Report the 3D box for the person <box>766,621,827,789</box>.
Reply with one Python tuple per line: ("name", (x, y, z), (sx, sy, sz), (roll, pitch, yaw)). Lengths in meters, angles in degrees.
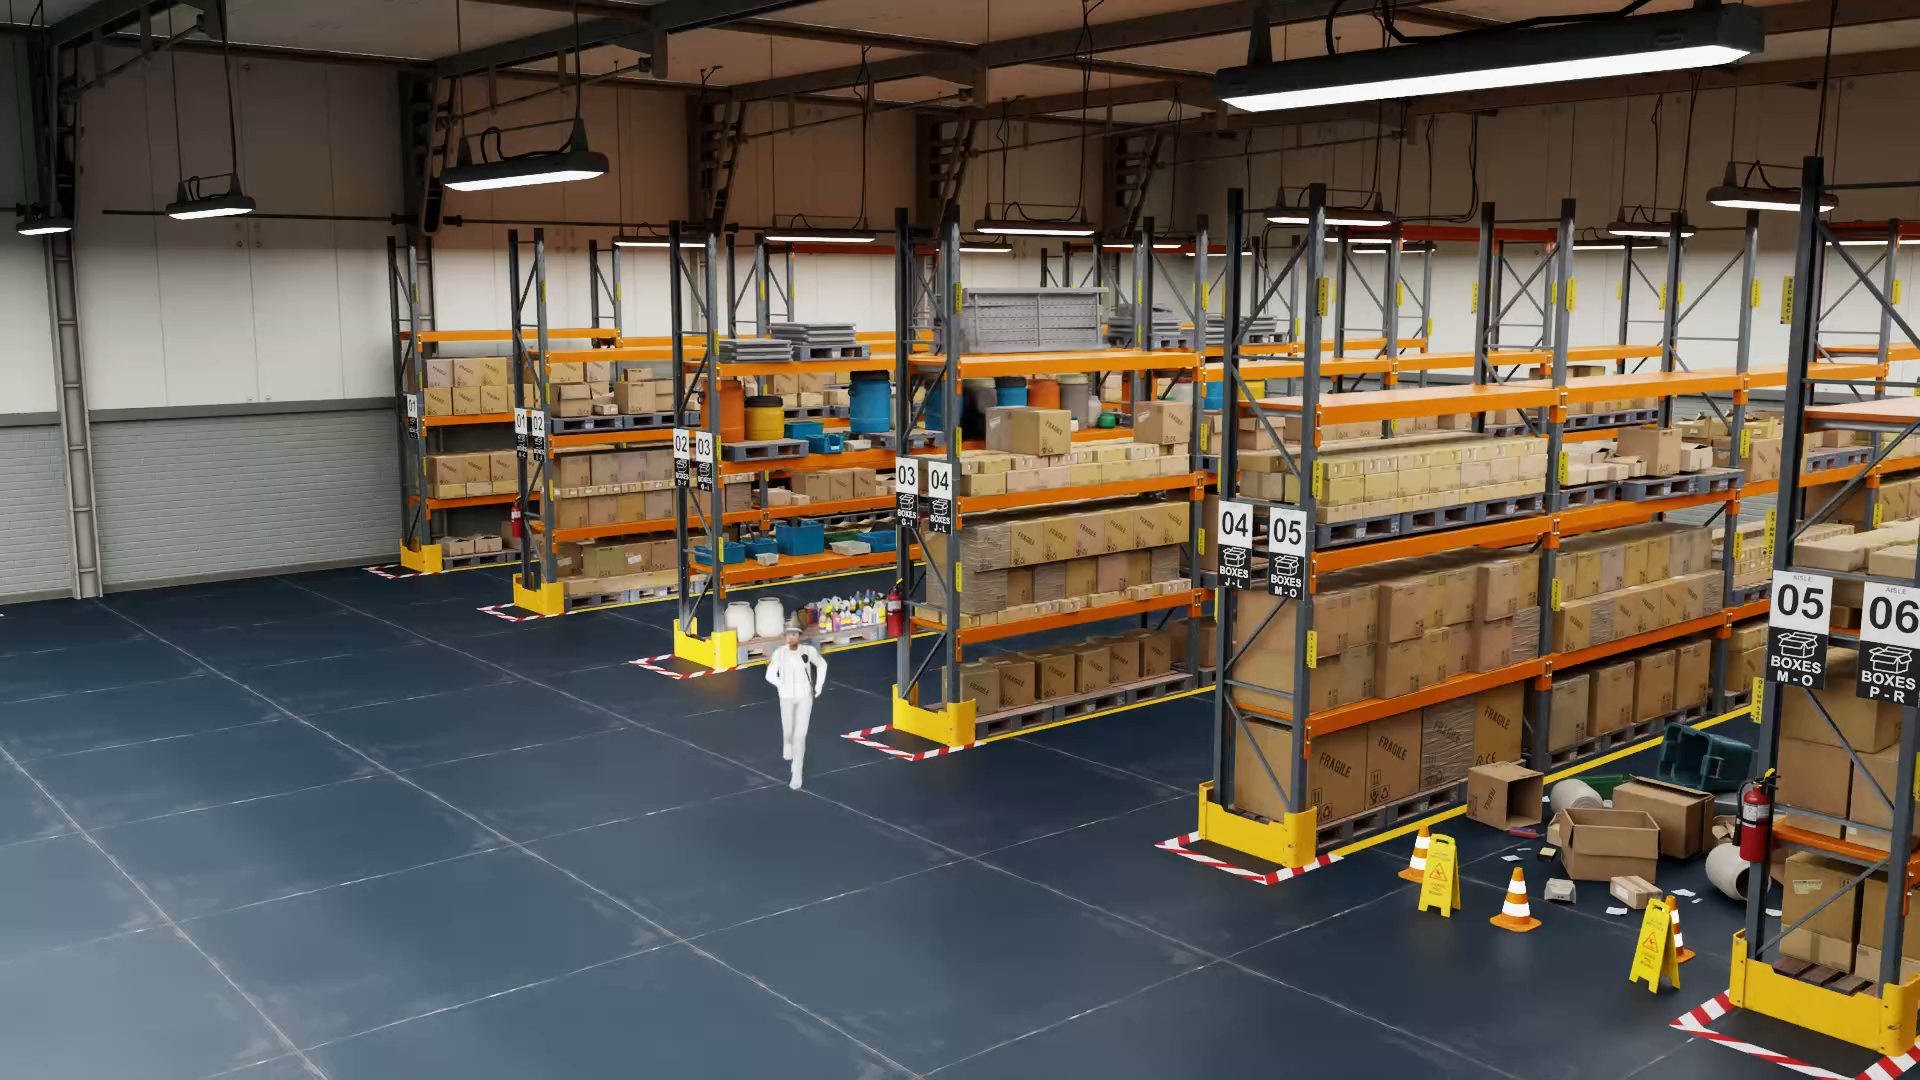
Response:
("person", (-1.715, 1.660, 17.496), (0.625, 1.706, 0.922), (0, 9, 1))
